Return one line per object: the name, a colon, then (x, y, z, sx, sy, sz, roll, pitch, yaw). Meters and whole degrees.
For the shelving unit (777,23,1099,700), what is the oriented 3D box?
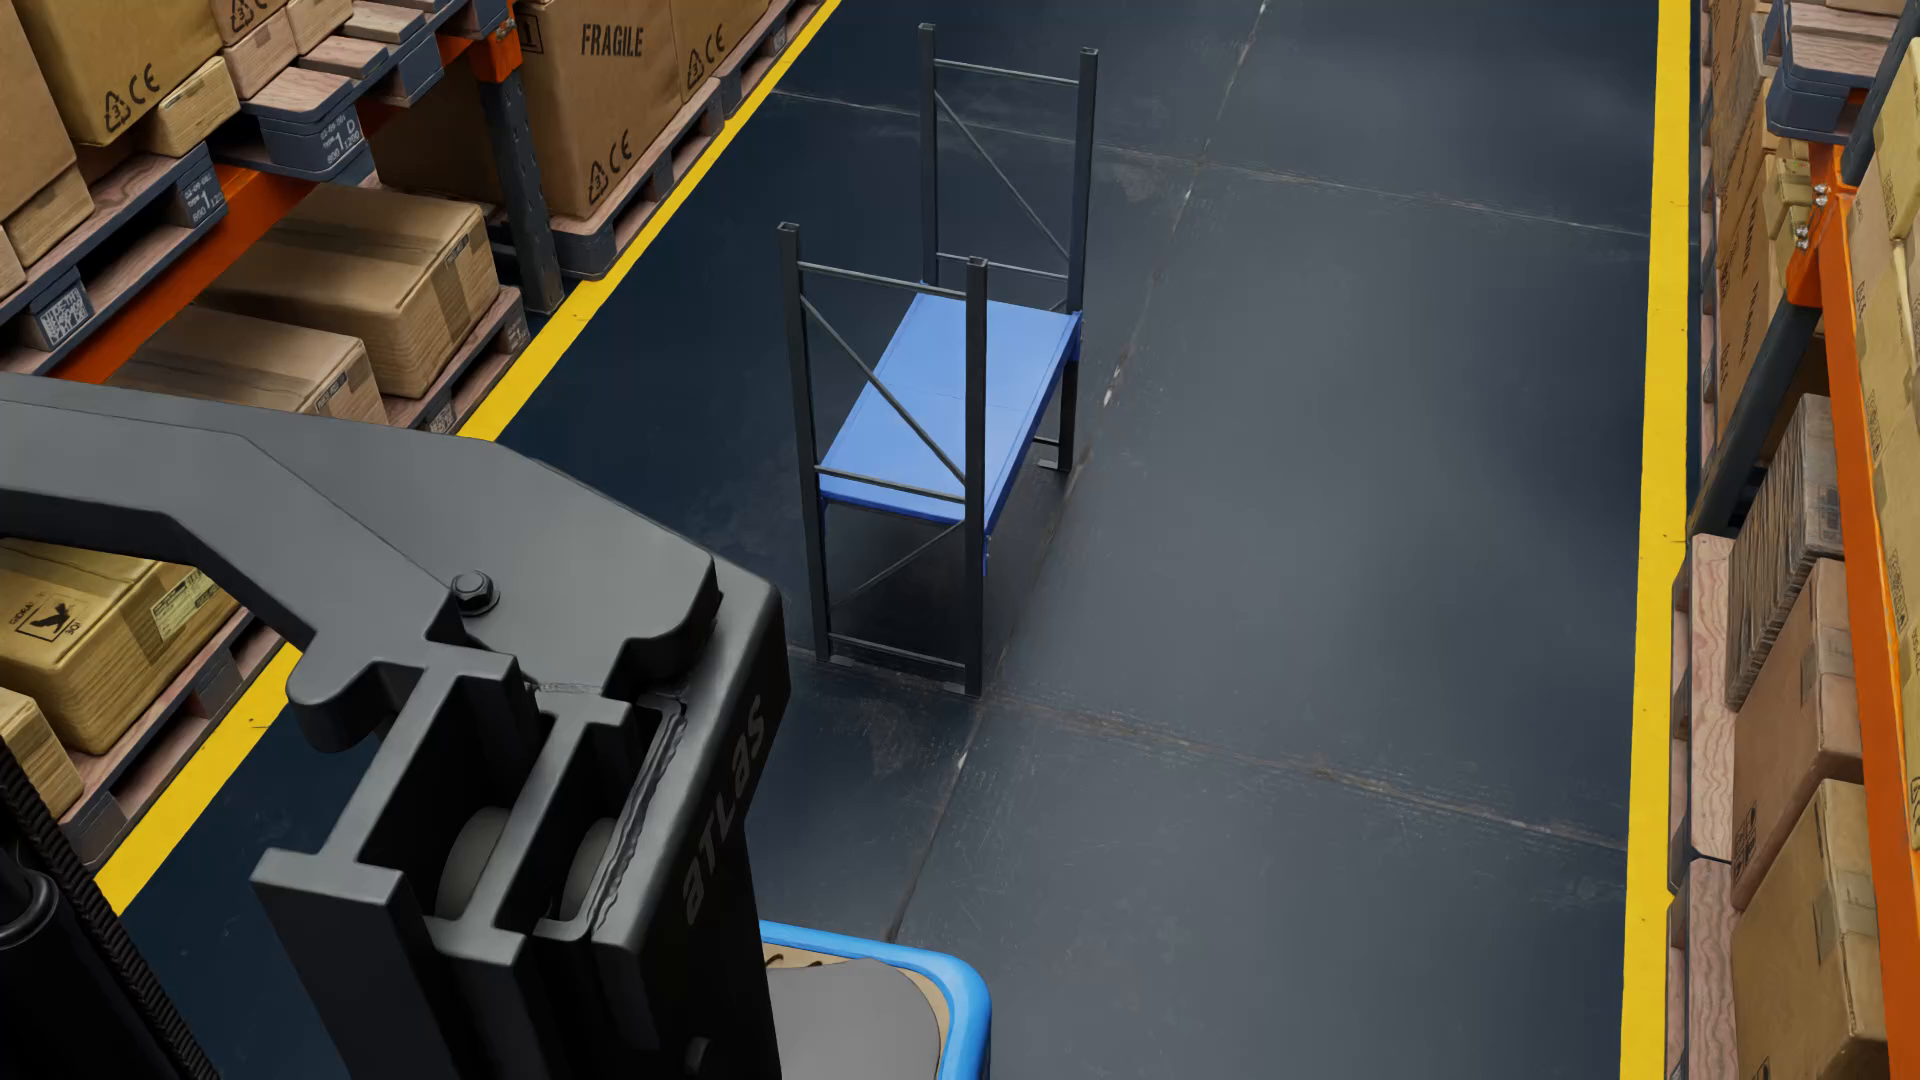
shelving unit: (-0.026, -0.479, 4.667, 0.538, 1.500, 1.048, 13, 46, 13)

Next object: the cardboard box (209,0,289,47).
cardboard box: (-1.974, -1.615, 4.171, 0.500, 0.500, 0.500, 12, 46, 12)

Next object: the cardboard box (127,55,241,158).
cardboard box: (-2.030, -1.100, 4.109, 0.380, 0.149, 0.250, 13, 46, 13)

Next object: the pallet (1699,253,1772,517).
pallet: (3.038, -0.476, 5.585, 1.003, 0.211, 1.213, 13, 46, 13)

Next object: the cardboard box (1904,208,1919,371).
cardboard box: (2.256, -0.531, 3.397, 0.500, 0.250, 0.500, 14, 46, 14)

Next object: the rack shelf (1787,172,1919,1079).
rack shelf: (2.171, 0.607, 2.999, 1.077, 0.370, 4.000, 13, 46, 13)

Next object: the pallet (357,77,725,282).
pallet: (-1.645, -1.545, 6.678, 1.003, 0.211, 1.213, 13, 46, 13)

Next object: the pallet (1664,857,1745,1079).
pallet: (2.118, 1.365, 3.704, 1.003, 0.211, 1.213, 13, 46, 13)

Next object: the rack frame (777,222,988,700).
rack frame: (-0.180, -0.140, 4.321, 0.500, 1.500, 0.032, 13, 46, 13)

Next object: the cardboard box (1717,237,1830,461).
cardboard box: (2.699, -0.567, 5.172, 0.500, 0.500, 0.500, 14, 46, 14)

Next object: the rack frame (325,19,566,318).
rack frame: (-1.956, -2.032, 5.182, 1.000, 3.000, 0.127, 13, 46, 13)

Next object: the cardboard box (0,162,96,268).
cardboard box: (-2.224, -0.774, 3.776, 0.380, 0.149, 0.250, 11, 45, 11)

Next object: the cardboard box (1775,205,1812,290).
cardboard box: (2.684, -0.854, 5.002, 0.380, 0.149, 0.250, 10, 45, 11)

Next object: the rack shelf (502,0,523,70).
rack shelf: (-1.350, -3.108, 6.796, 1.077, 0.370, 4.000, 13, 46, 13)

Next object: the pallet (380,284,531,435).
pallet: (-2.194, -0.515, 5.625, 1.003, 0.211, 1.213, 13, 46, 13)

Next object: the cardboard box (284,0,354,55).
cardboard box: (-1.876, -1.452, 4.469, 0.380, 0.149, 0.250, 12, 46, 12)

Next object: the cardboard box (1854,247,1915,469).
cardboard box: (2.252, -0.351, 3.571, 0.500, 0.250, 0.500, 12, 46, 12)

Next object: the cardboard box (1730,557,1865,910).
cardboard box: (2.384, 0.566, 3.925, 0.875, 0.625, 0.625, 14, 46, 14)

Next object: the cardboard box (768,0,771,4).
cardboard box: (-1.122, -3.055, 7.446, 0.875, 0.875, 0.875, 14, 46, 14)

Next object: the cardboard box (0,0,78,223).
cardboard box: (-2.292, -0.915, 3.456, 0.500, 0.500, 0.500, 11, 45, 11)

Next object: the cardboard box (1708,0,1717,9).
cardboard box: (3.627, -2.631, 7.281, 0.500, 0.500, 0.500, 14, 46, 14)

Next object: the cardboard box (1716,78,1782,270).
cardboard box: (3.017, -1.248, 5.867, 0.500, 0.500, 0.500, 14, 46, 14)

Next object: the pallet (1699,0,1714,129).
pallet: (3.777, -2.102, 7.248, 1.003, 0.211, 1.213, 13, 46, 13)

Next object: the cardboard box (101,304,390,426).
cardboard box: (-2.352, -0.375, 5.067, 0.950, 0.372, 0.625, 12, 46, 12)

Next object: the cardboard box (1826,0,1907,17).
cardboard box: (2.609, -1.562, 4.581, 0.380, 0.149, 0.250, 13, 46, 13)

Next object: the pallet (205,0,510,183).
pallet: (-2.070, -1.466, 4.740, 1.213, 0.211, 1.003, 13, 46, 13)

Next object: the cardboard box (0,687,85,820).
cardboard box: (-2.796, 0.593, 4.077, 0.950, 0.372, 0.625, 15, 46, 15)

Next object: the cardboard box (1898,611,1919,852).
cardboard box: (1.944, 0.339, 2.866, 0.500, 0.250, 0.500, 14, 46, 14)

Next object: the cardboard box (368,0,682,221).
cardboard box: (-1.667, -1.865, 6.230, 0.875, 0.875, 0.875, 12, 46, 12)

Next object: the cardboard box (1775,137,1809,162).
cardboard box: (2.859, -1.209, 5.364, 0.380, 0.149, 0.250, 11, 45, 11)

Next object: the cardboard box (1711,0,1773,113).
cardboard box: (3.319, -1.942, 6.577, 0.500, 0.500, 0.500, 11, 45, 11)
